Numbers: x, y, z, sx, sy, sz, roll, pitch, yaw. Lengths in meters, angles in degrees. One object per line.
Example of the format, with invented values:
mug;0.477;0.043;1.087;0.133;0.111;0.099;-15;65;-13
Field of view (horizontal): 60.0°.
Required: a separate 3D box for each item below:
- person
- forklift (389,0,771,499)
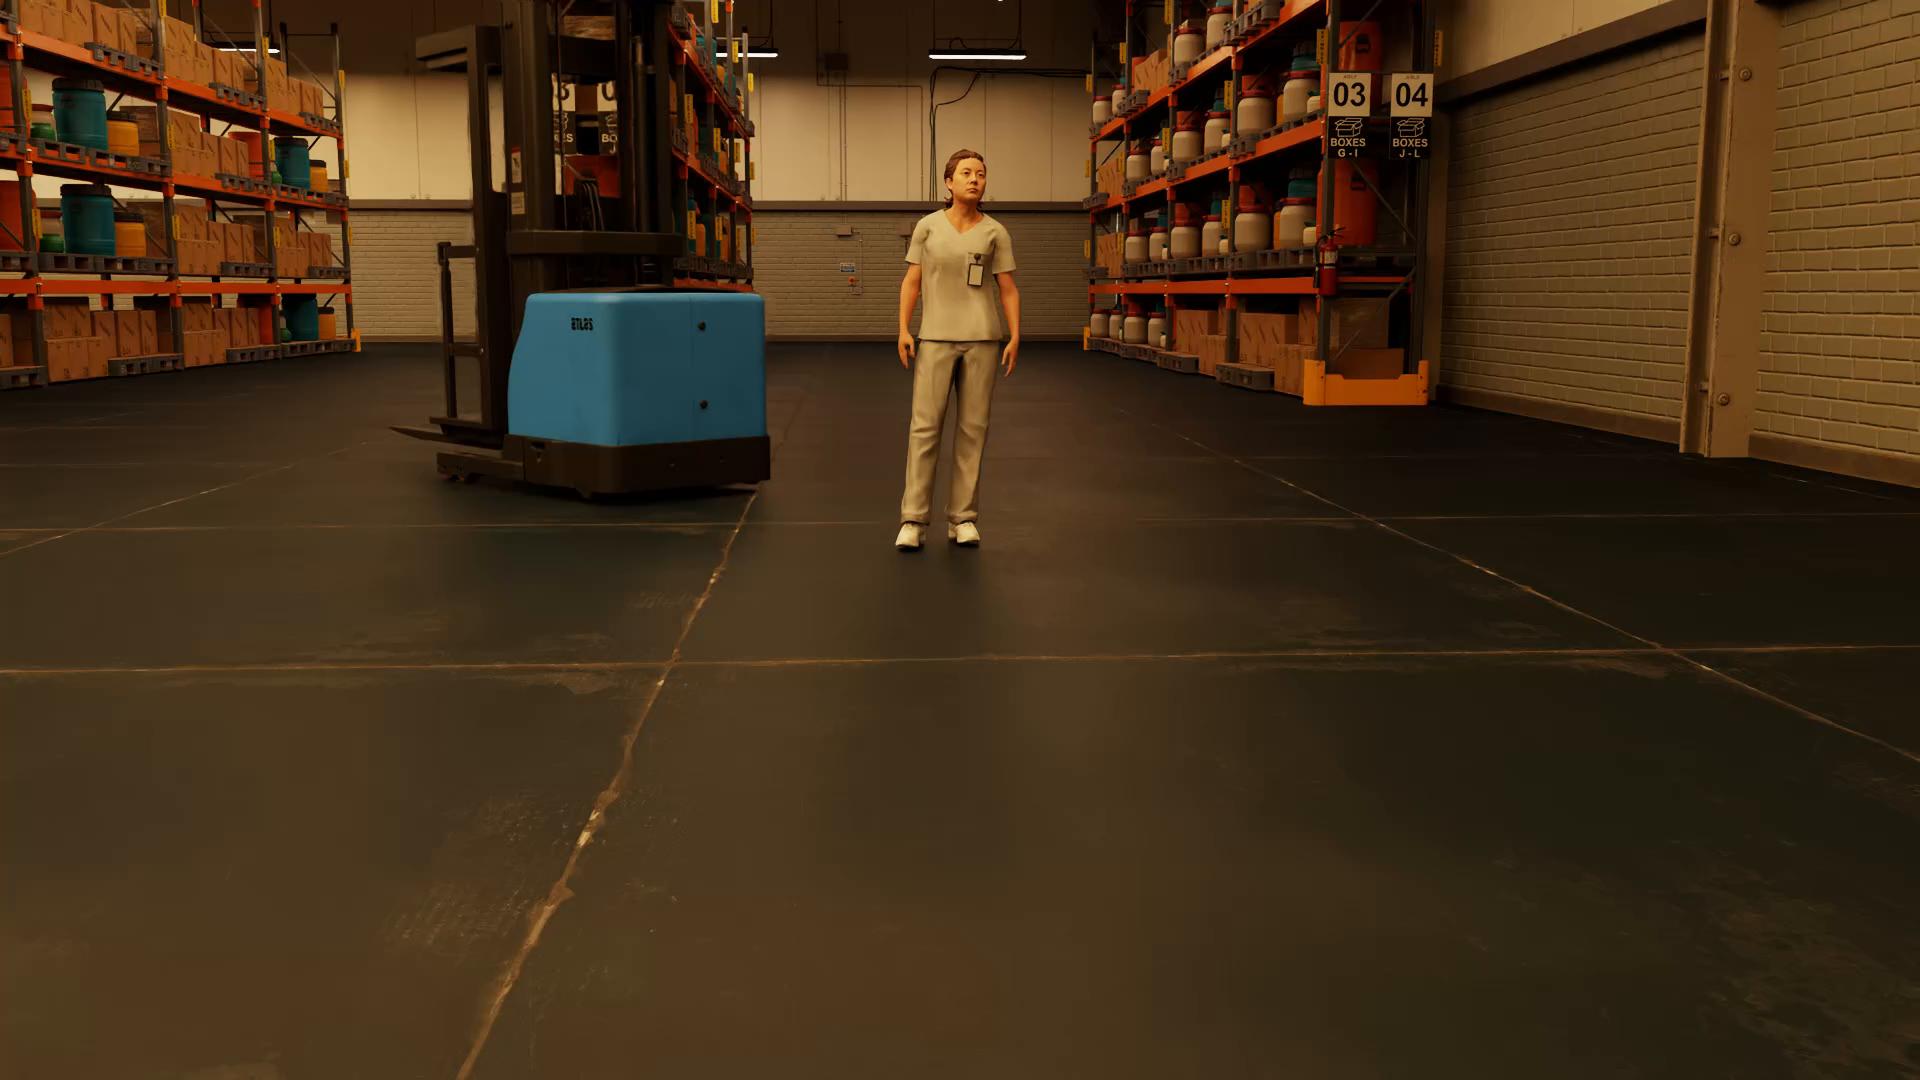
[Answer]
person;-0.009;-0.825;7.112;0.550;1.673;0.548;-1;8;-4
forklift;-2.396;-1.822;9.602;1.130;2.935;3.031;-8;11;-42
